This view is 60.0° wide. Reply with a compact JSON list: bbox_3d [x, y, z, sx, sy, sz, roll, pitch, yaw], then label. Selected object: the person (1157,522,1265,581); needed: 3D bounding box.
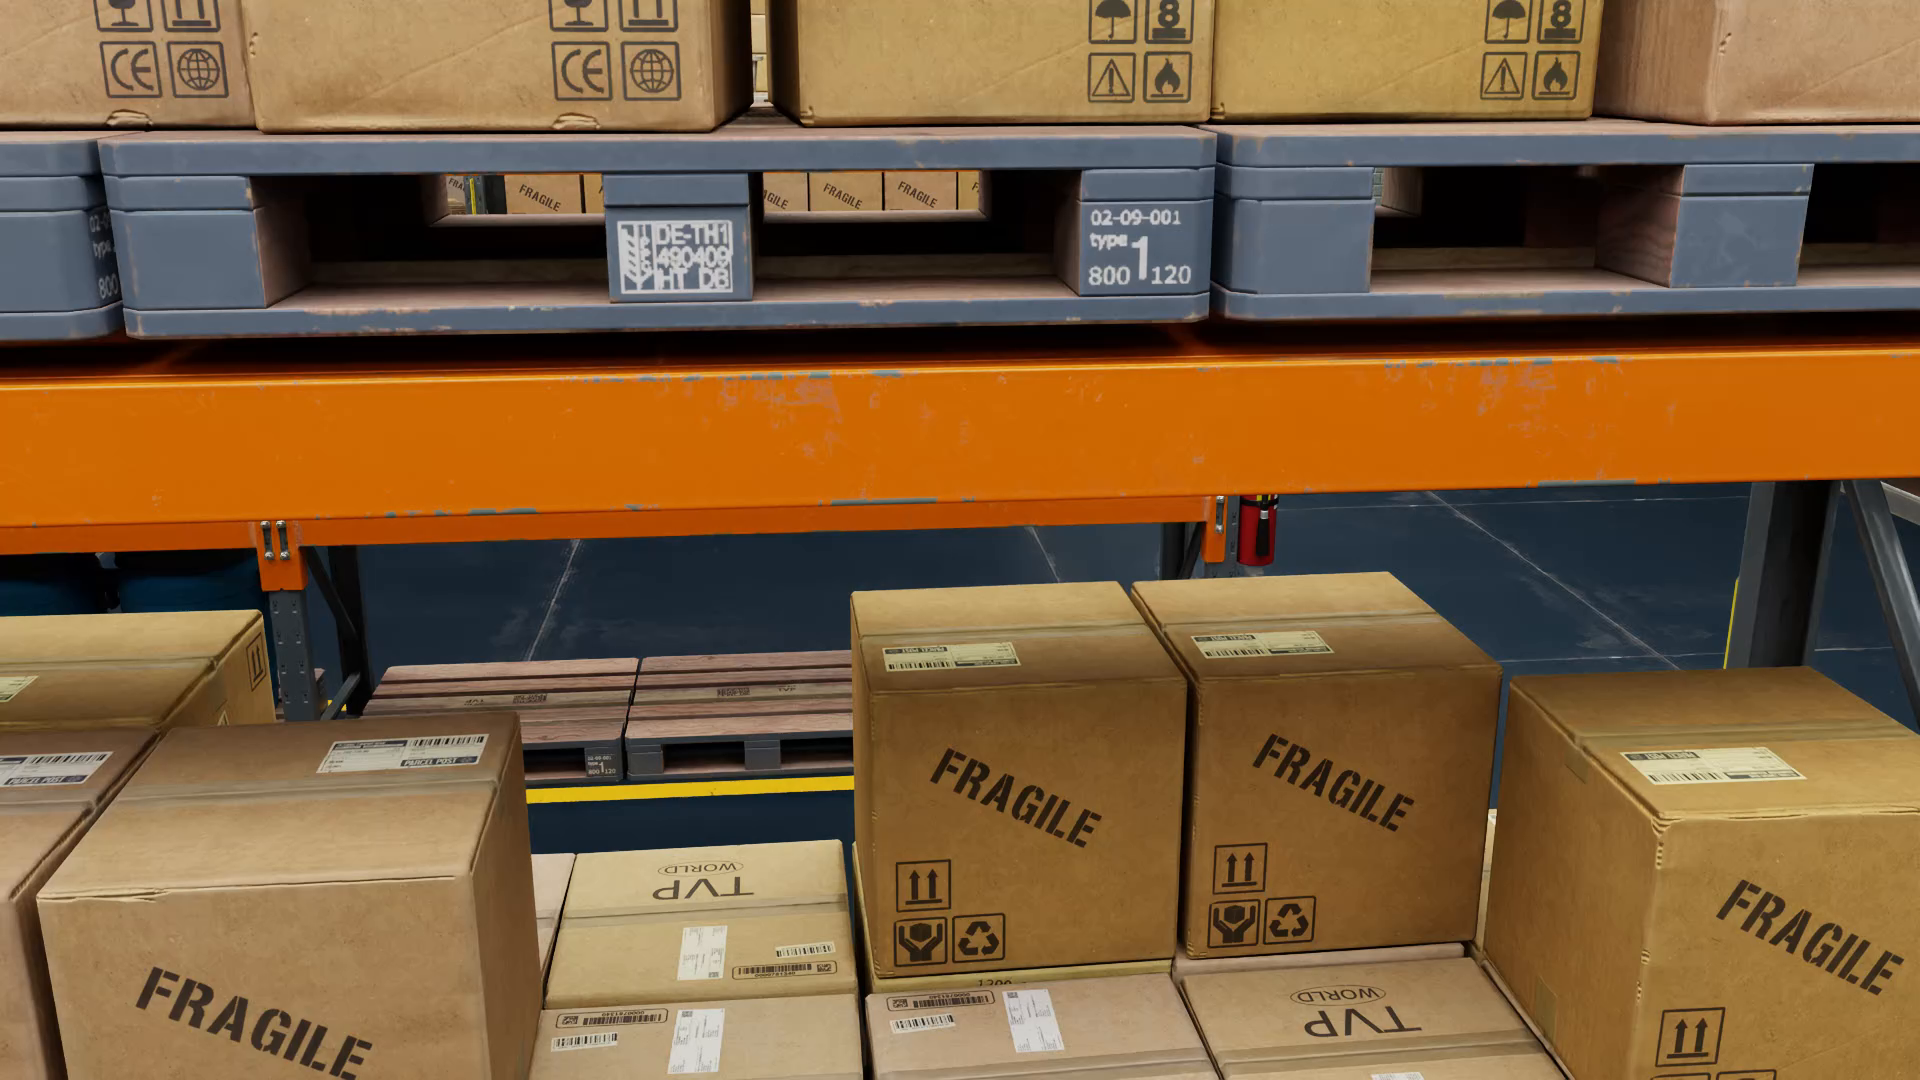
[{"bbox_3d":[1.534,-0.362,9.337,0.808,1.579,0.538,4,17,13],"label":"person"}]
